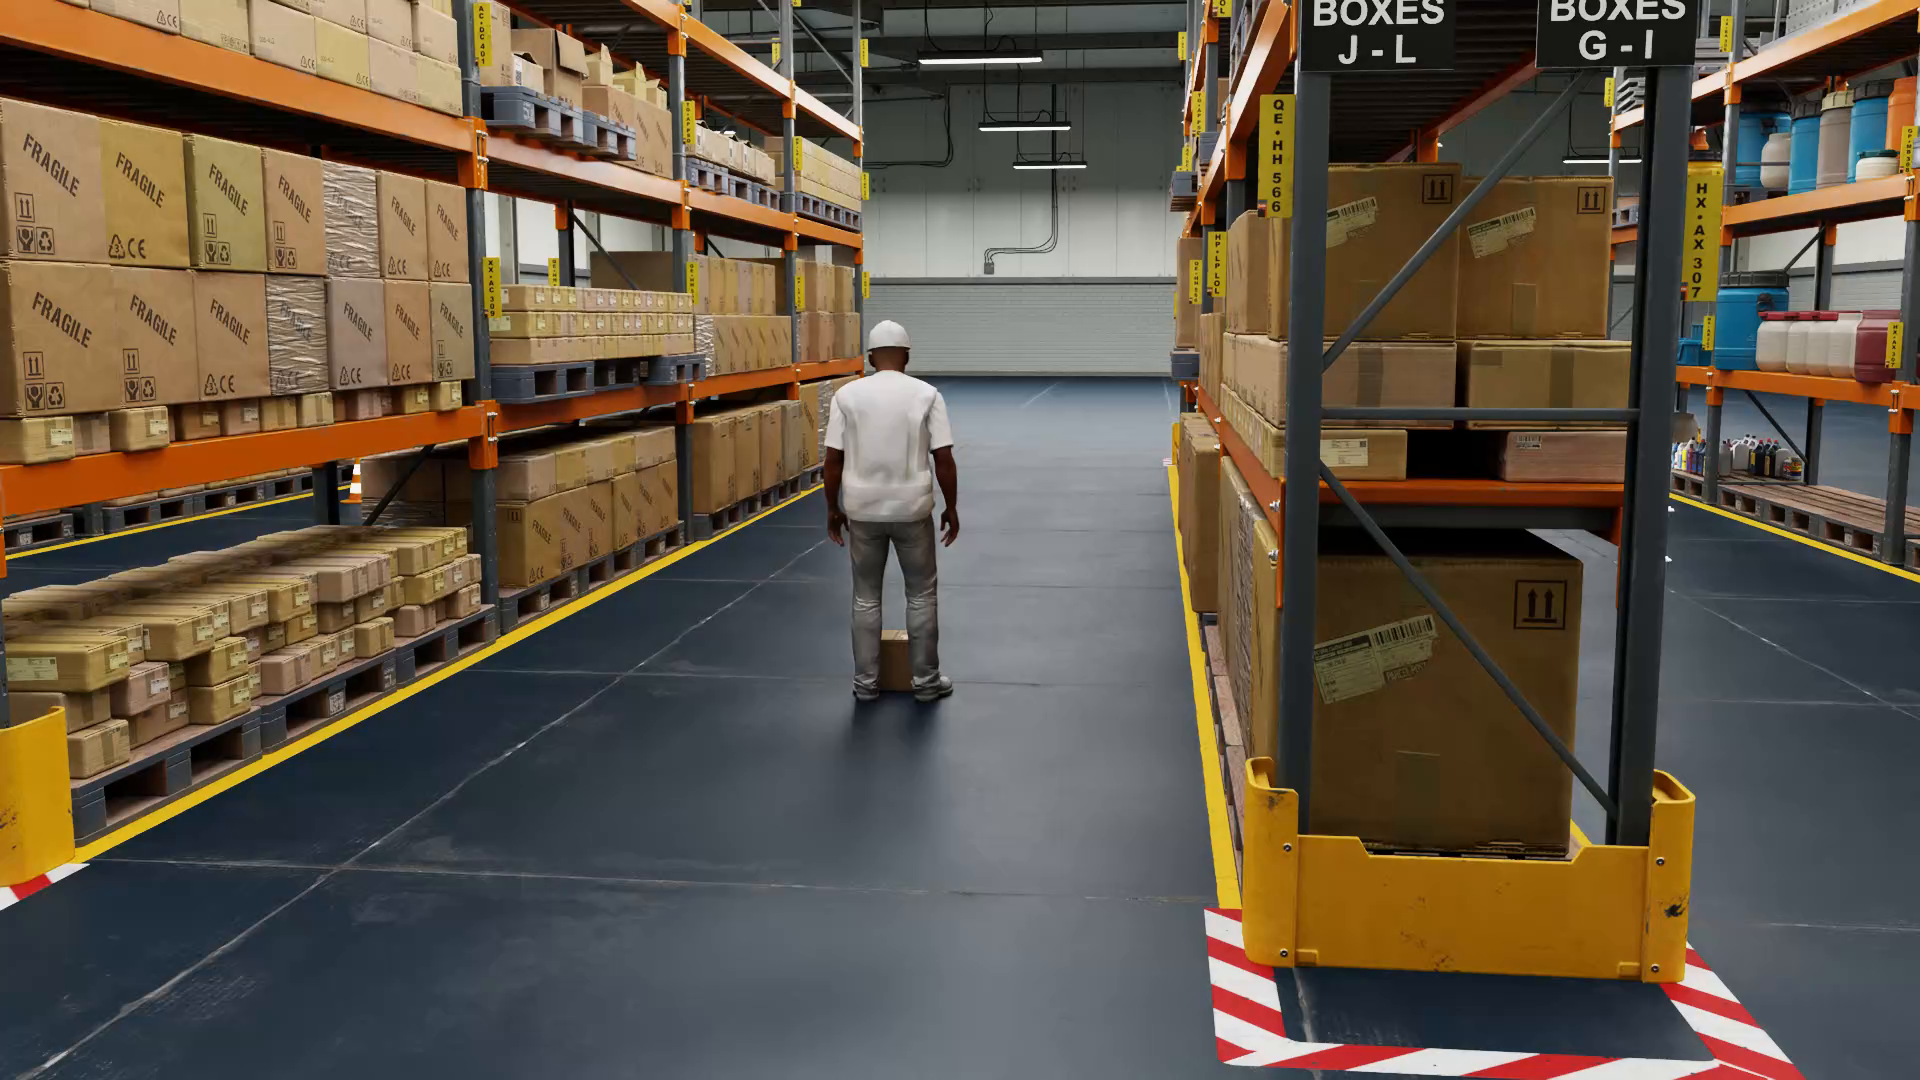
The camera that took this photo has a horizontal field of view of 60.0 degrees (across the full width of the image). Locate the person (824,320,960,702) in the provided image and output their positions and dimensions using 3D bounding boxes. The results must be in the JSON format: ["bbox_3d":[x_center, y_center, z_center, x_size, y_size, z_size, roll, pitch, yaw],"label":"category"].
[{"bbox_3d":[-0.316,-0.133,7.739,0.628,1.757,0.458,1,8,7],"label":"person"}]
